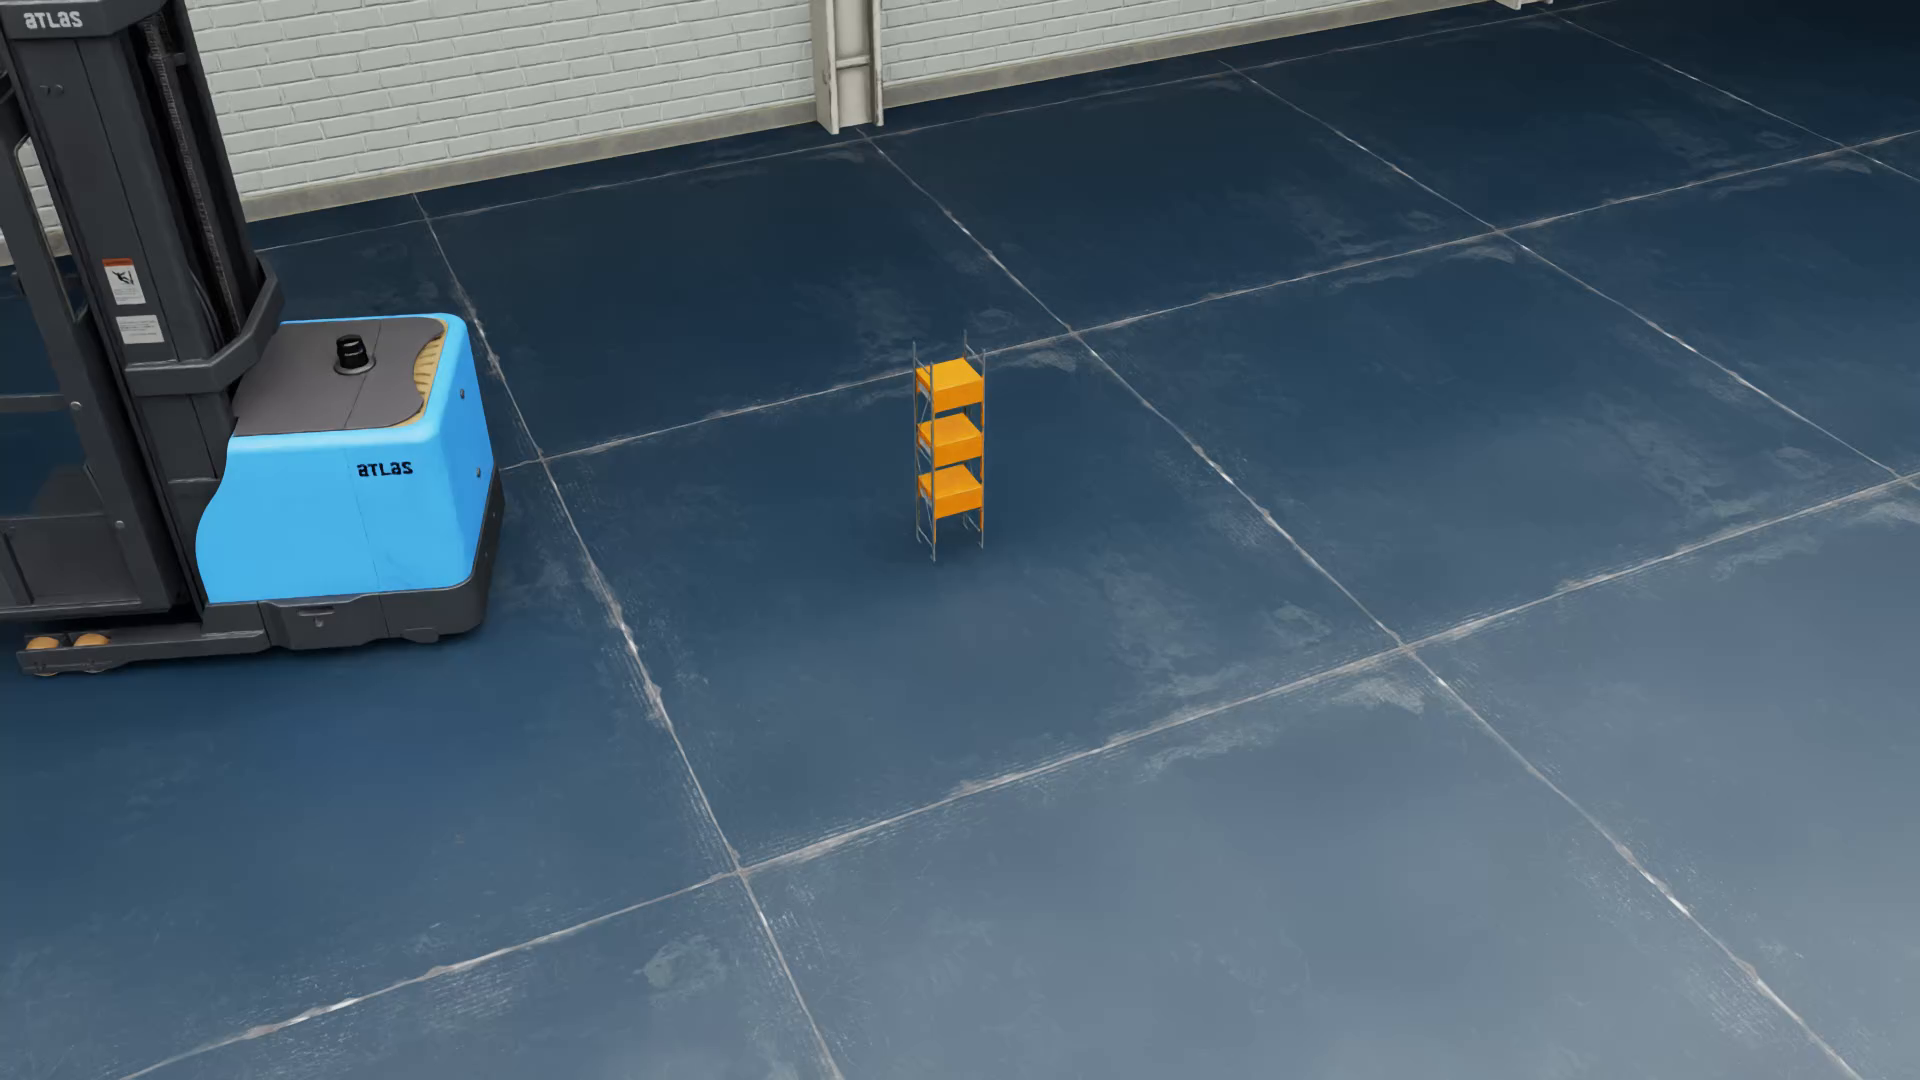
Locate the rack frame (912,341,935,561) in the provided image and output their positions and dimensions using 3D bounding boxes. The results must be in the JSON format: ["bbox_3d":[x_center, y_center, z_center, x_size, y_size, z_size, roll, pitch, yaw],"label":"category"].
[{"bbox_3d":[-0.159,-0.377,7.377,0.008,1.050,0.200,-16,39,-20],"label":"rack frame"}]

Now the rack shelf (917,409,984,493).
[{"bbox_3d":[-0.048,-0.400,7.425,0.240,0.259,0.215,-16,39,-20],"label":"rack shelf"}]

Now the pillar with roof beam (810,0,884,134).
[{"bbox_3d":[1.053,-4.241,5.914,0.400,9.000,9.100,-16,39,-20],"label":"pillar with roof beam"}]

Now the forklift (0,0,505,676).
[{"bbox_3d":[-3.608,-0.939,6.555,3.031,2.935,1.130,-4,37,-5],"label":"forklift"}]

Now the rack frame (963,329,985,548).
[{"bbox_3d":[0.062,-0.439,7.461,0.008,1.050,0.200,-16,39,-20],"label":"rack frame"}]

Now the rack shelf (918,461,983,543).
[{"bbox_3d":[-0.048,-0.176,7.591,0.240,0.259,0.215,-16,39,-20],"label":"rack shelf"}]

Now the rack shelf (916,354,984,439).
[{"bbox_3d":[-0.048,-0.628,7.256,0.240,0.259,0.215,-16,39,-20],"label":"rack shelf"}]

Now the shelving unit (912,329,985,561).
[{"bbox_3d":[-0.048,-0.408,7.419,0.252,1.050,0.215,-16,39,-20],"label":"shelving unit"}]
